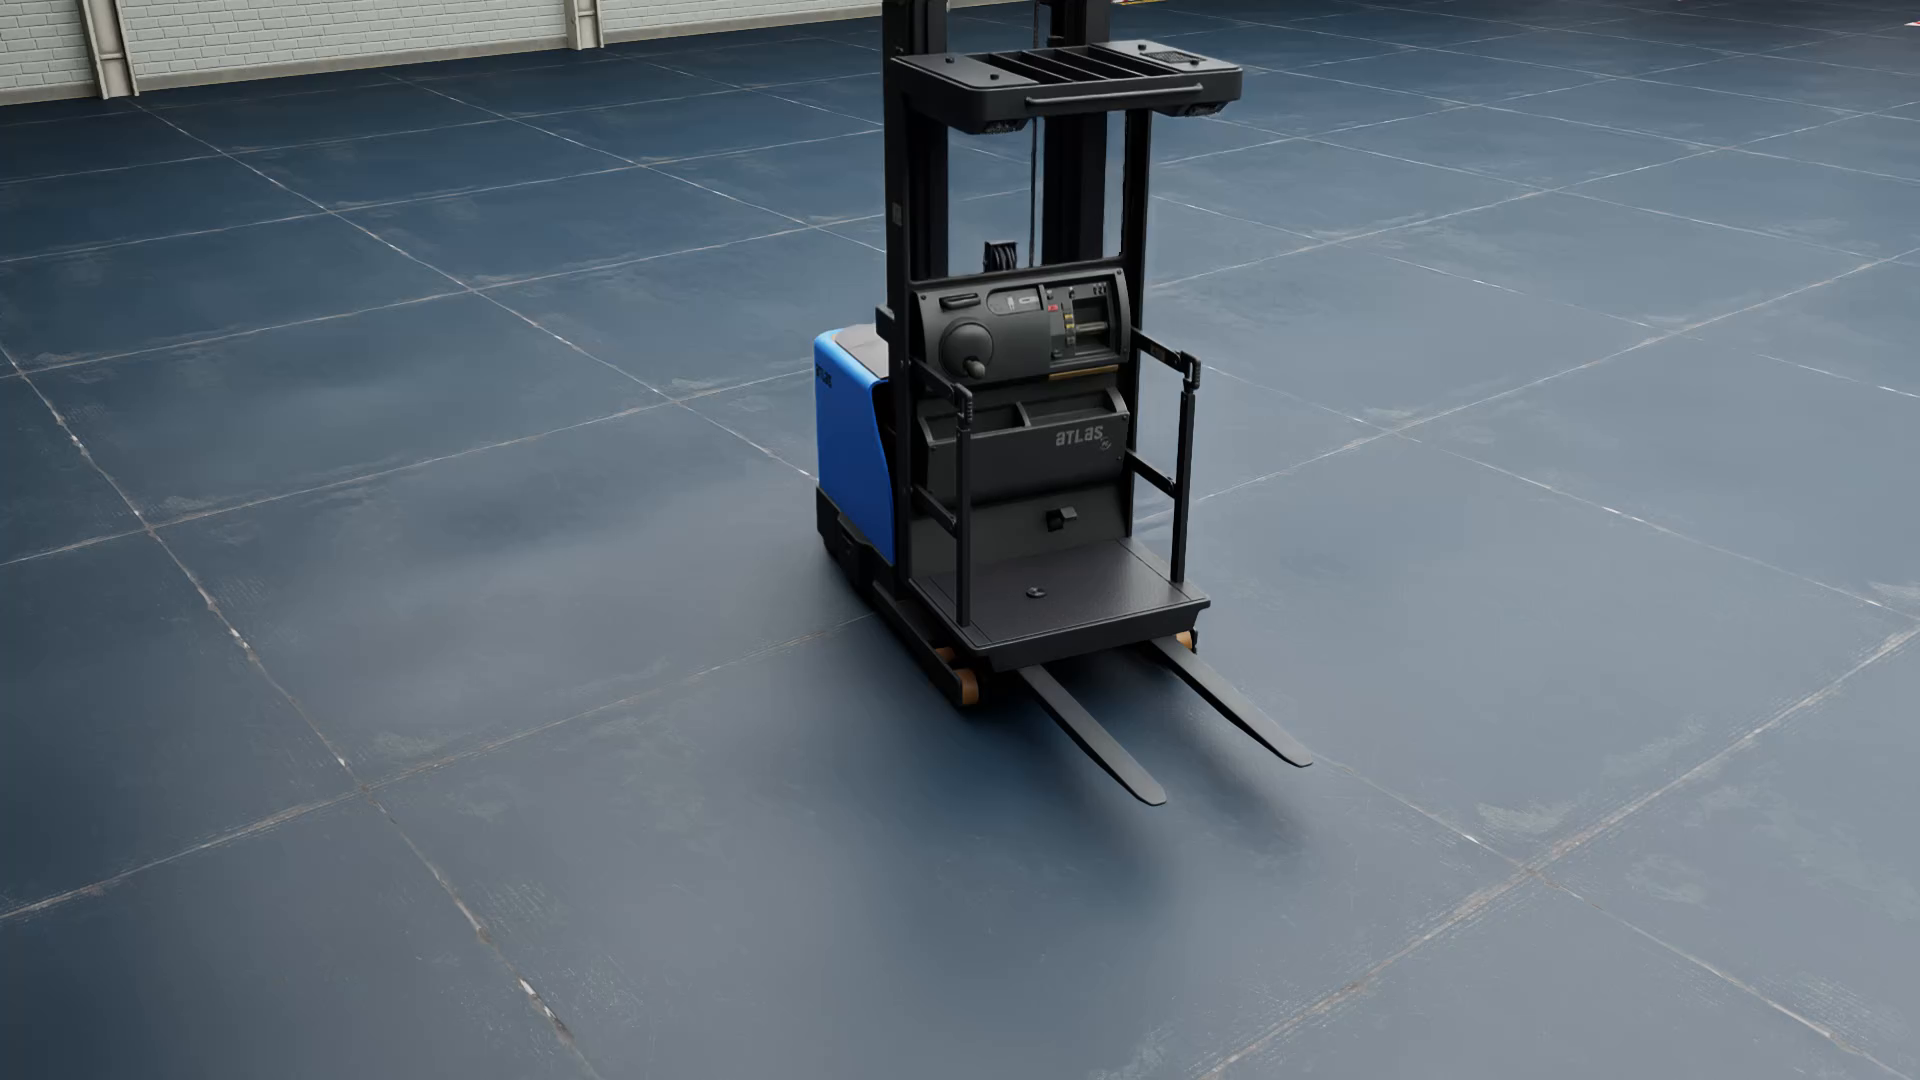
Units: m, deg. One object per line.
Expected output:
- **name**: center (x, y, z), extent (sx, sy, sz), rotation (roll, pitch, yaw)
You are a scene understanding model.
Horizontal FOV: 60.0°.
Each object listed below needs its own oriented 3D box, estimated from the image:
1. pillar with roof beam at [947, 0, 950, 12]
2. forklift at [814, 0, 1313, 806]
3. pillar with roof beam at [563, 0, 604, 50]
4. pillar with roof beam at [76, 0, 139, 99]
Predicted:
- **pillar with roof beam**: center (2.246, -10.977, 21.212), extent (0.400, 9.000, 9.100), rotation (-18, 31, -34)
- **forklift**: center (0.356, -0.850, 6.600), extent (1.130, 2.935, 3.031), rotation (-11, 27, -22)
- **pillar with roof beam**: center (-2.476, -9.418, 17.853), extent (0.400, 9.000, 9.100), rotation (-18, 31, -34)
- **pillar with roof beam**: center (-7.197, -7.859, 14.495), extent (0.400, 9.000, 9.100), rotation (-18, 31, -34)
